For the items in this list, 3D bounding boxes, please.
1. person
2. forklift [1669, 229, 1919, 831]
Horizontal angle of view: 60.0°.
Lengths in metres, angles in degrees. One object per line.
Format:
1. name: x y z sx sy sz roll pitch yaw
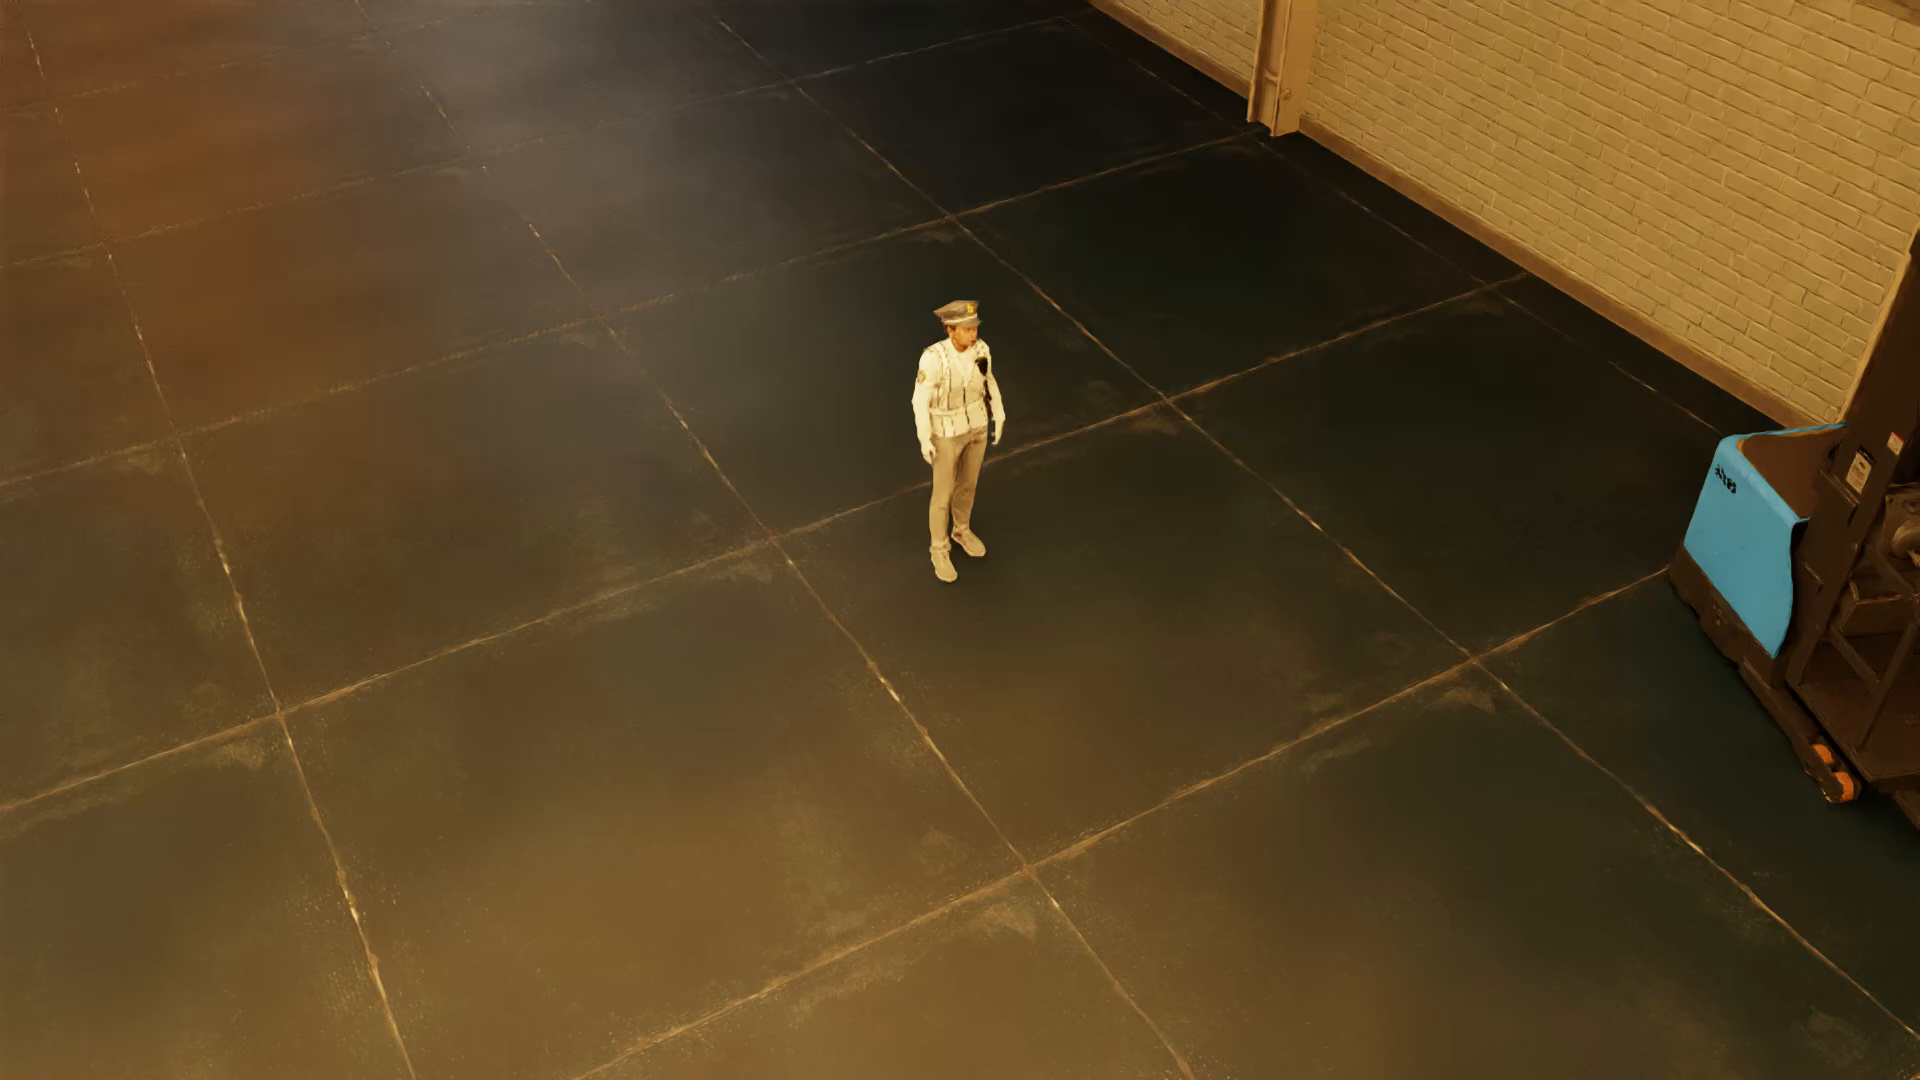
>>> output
1. person: 0.028 -0.618 9.738 0.586 1.695 0.533 -20 44 -23
2. forklift: 5.015 -0.014 8.054 1.130 2.935 3.031 -7 40 -8
